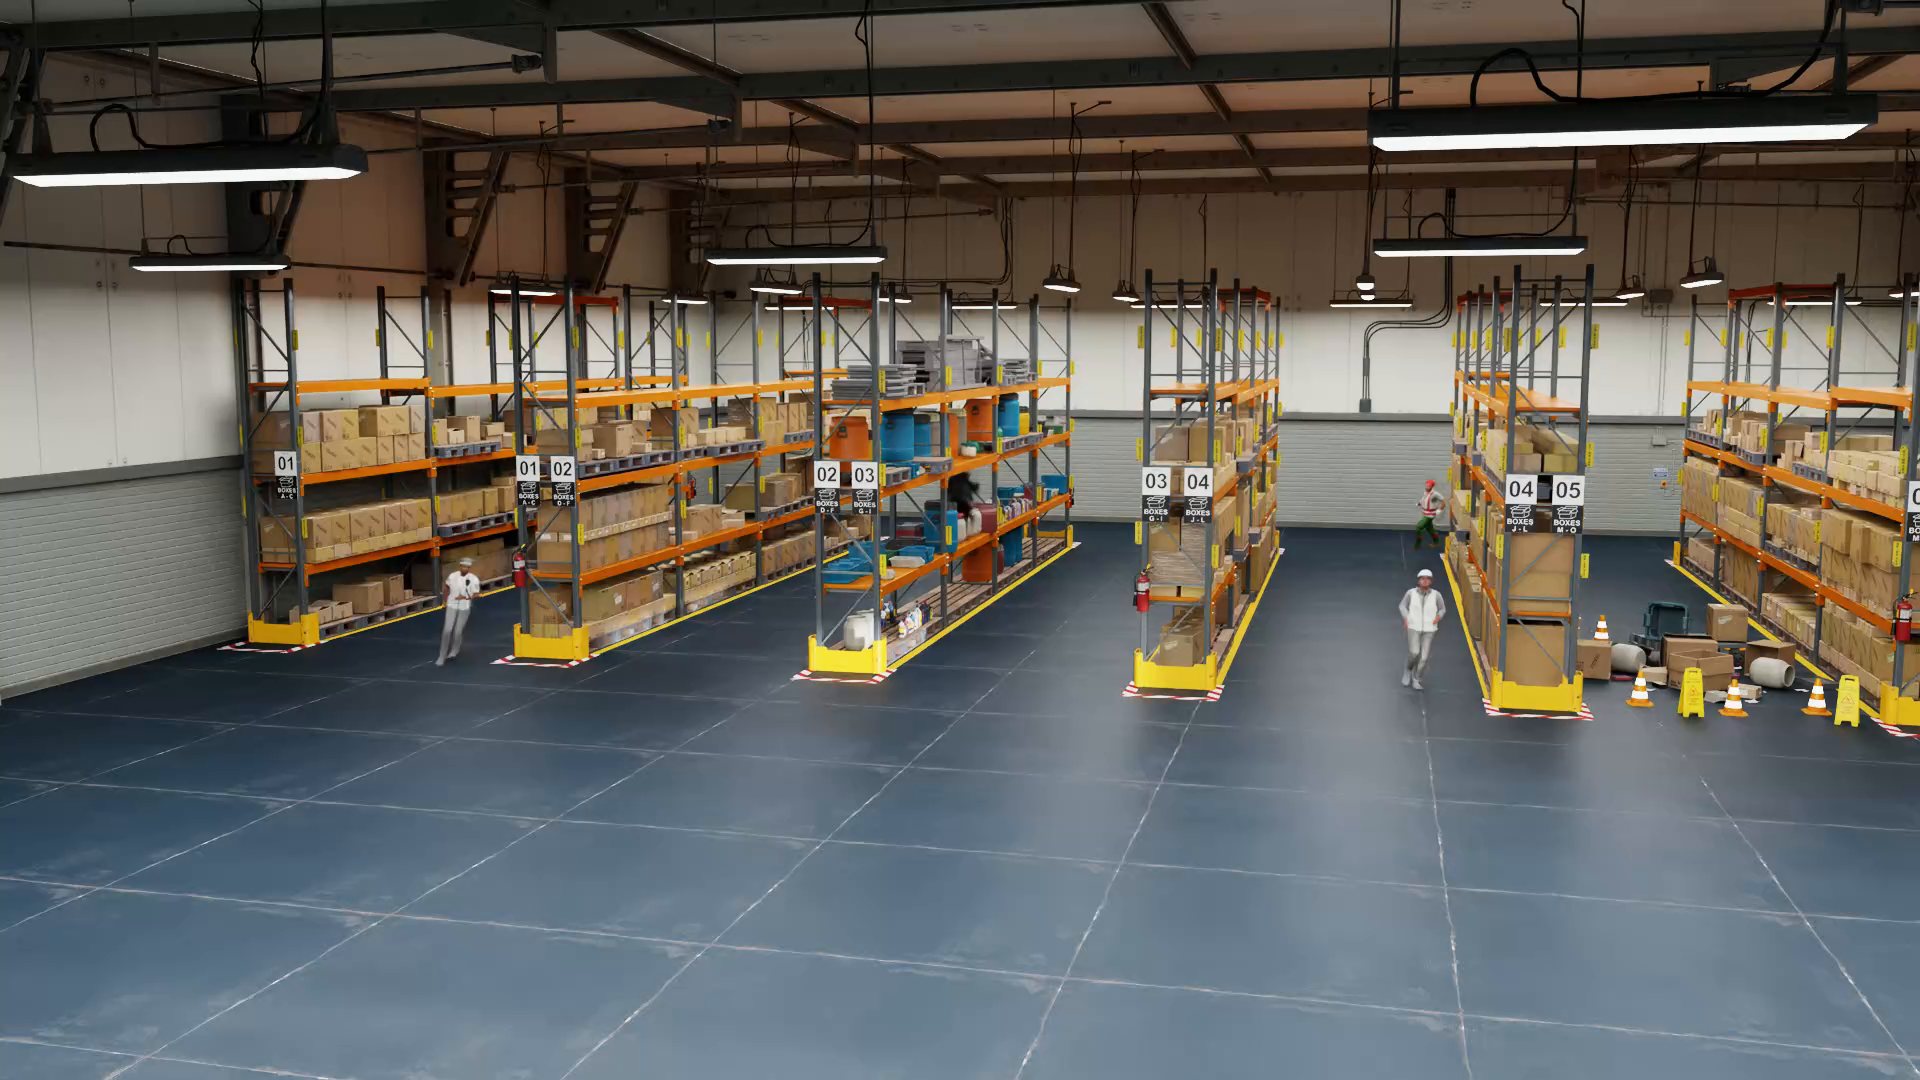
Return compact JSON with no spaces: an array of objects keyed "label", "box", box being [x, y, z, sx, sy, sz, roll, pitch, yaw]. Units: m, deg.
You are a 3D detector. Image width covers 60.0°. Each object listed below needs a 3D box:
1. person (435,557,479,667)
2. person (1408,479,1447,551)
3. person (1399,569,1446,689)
[{"label":"person","box":[-7.829,1.093,25.929,0.671,1.685,0.733,-1,7,-11]},{"label":"person","box":[11.145,-0.568,39.435,0.818,1.769,0.780,-1,7,-9]},{"label":"person","box":[6.664,1.290,23.940,0.655,1.735,0.572,1,7,11]}]
